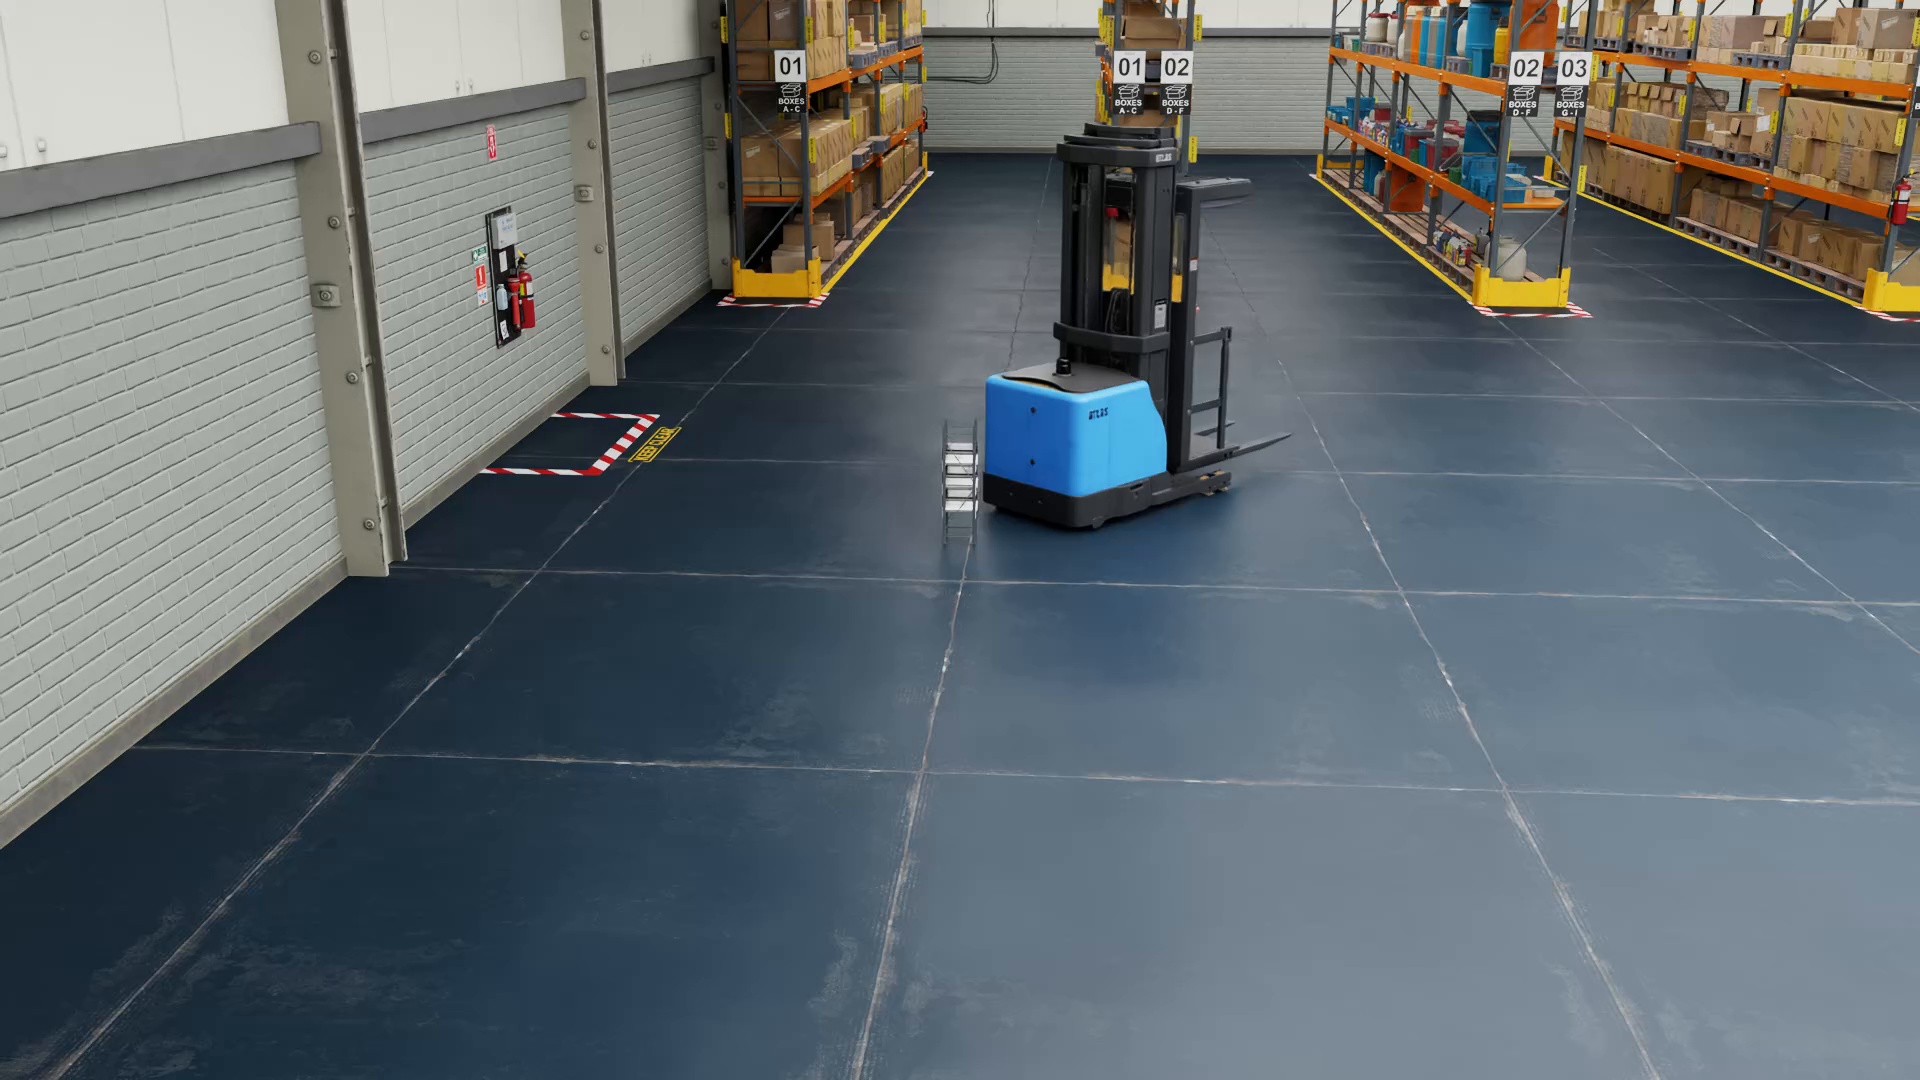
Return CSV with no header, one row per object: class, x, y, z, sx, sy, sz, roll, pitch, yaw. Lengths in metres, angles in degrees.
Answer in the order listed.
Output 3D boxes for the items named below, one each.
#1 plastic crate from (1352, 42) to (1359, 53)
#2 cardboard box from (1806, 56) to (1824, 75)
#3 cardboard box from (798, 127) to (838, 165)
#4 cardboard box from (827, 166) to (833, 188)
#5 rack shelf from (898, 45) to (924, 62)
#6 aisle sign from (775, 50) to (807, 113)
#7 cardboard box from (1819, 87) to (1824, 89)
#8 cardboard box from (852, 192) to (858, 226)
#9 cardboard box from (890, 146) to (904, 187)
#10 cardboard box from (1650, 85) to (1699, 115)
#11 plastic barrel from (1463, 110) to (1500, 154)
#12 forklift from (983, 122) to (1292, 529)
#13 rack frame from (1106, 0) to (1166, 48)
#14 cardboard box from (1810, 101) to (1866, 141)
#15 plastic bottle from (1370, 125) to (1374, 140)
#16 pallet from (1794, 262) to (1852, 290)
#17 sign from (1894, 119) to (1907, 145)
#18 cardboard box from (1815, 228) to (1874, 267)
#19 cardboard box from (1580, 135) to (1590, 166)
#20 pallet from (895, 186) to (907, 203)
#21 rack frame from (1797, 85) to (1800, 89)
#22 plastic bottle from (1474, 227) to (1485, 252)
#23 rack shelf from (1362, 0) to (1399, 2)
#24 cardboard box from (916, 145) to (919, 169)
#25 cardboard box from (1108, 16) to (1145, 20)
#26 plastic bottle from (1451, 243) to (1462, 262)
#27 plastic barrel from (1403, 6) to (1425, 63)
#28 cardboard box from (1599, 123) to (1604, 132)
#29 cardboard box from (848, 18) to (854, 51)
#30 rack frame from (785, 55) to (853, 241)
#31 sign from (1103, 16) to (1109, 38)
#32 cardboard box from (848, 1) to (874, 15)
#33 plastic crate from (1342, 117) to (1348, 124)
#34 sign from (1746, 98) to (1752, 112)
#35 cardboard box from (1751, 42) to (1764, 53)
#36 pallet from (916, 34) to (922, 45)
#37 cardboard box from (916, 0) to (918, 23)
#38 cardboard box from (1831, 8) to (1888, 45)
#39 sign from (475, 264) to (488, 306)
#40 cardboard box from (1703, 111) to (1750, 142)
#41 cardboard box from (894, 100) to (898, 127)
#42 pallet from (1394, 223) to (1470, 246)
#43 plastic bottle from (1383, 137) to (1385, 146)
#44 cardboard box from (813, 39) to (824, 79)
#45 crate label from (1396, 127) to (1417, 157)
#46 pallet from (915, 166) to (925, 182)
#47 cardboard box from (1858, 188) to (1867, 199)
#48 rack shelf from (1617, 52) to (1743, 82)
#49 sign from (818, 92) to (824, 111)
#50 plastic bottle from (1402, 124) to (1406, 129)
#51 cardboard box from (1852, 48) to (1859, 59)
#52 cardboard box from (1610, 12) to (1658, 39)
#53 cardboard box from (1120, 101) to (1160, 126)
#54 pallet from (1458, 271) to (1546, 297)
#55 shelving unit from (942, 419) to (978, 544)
plastic crate,7.986,-9.693,32.712,0.450,0.188,0.662,1,18,4
cardboard box,12.304,-6.691,23.449,0.500,0.250,0.500,1,18,3
cardboard box,-2.037,-5.635,23.807,0.500,0.500,0.500,2,18,6
cardboard box,-2.067,-5.127,23.461,0.500,0.250,0.500,1,18,3
rack shelf,-1.481,-10.156,34.939,1.077,0.370,4.000,1,18,4
aisle sign,-2.190,-5.931,21.531,0.394,0.787,0.004,1,18,4
cardboard box,18.038,-9.433,34.149,0.500,0.500,0.500,1,18,3
cardboard box,-2.098,-5.536,27.809,0.700,0.500,0.500,1,18,5
cardboard box,-1.541,-7.425,33.043,0.750,0.750,0.750,1,18,5
cardboard box,13.070,-8.039,30.369,0.797,0.503,0.637,2,18,6
plastic barrel,8.014,-6.097,25.408,0.600,0.901,0.708,1,18,4
forklift,1.587,-1.851,13.364,3.031,2.935,1.130,-17,25,-42
rack frame,3.030,-9.951,28.339,1.000,3.000,0.127,1,18,4
cardboard box,12.268,-5.855,23.229,0.500,0.500,0.500,1,18,4
plastic bottle,7.719,-7.609,31.033,0.097,0.271,0.097,0,18,0
pallet,12.526,-3.721,23.439,1.003,0.211,1.213,1,18,4
sign,11.785,-5.112,20.839,0.100,0.325,0.005,1,18,4
cardboard box,12.556,-4.151,23.614,0.500,0.500,0.500,0,18,-1
cardboard box,13.453,-8.069,34.968,0.875,0.875,0.875,1,18,4
pallet,-1.604,-6.885,33.096,1.003,0.211,1.213,1,18,4
rack frame,18.424,-9.220,35.744,1.000,3.000,0.127,1,18,4
plastic bottle,7.781,-4.493,24.865,0.144,0.351,0.185,1,18,4
rack shelf,8.114,-9.928,30.068,1.077,0.370,4.000,1,18,4
cardboard box,-1.288,-8.486,36.843,0.700,0.500,0.500,1,18,4
cardboard box,2.444,-7.446,24.453,0.500,0.500,0.500,3,18,8
plastic bottle,7.147,-4.119,23.844,0.152,0.276,0.135,1,18,2
plastic barrel,7.695,-8.401,27.624,0.600,0.901,0.600,0,18,0
cardboard box,12.911,-8.183,32.981,0.380,0.149,0.250,2,18,5
cardboard box,-1.990,-8.190,26.950,0.500,0.500,0.500,1,18,2
rack frame,-2.198,-5.967,25.816,1.000,3.000,0.127,1,18,4
sign,2.202,-7.687,24.913,0.100,0.325,0.005,1,18,4
cardboard box,-1.843,-10.048,31.381,0.500,0.250,0.500,1,18,2
plastic crate,8.082,-8.681,34.426,0.293,0.136,0.466,1,18,4
sign,13.453,-7.381,28.399,0.100,0.325,0.005,1,18,4
cardboard box,12.659,-7.734,26.091,0.380,0.166,0.250,1,18,2
pallet,-1.380,-10.847,36.033,1.003,0.211,1.213,1,18,4
cardboard box,-1.164,-11.263,35.363,0.500,0.500,0.500,2,18,6
cardboard box,12.846,-7.342,23.753,0.500,0.500,0.500,1,18,2
sign,-4.085,-2.179,14.198,0.001,0.329,0.234,1,18,4
cardboard box,12.912,-6.956,27.999,0.500,0.500,0.500,-1,18,-3
cardboard box,-1.477,-8.186,31.919,0.500,0.500,0.500,1,18,4
pallet,7.786,-5.045,27.482,1.003,0.211,1.213,1,18,4
plastic bottle,7.617,-7.136,29.703,0.097,0.201,0.097,0,18,0
cardboard box,-2.137,-6.471,22.345,0.500,0.500,0.500,2,18,8
crate label,7.630,-6.702,28.003,0.502,0.435,0.616,1,18,4
pallet,-1.317,-8.119,36.861,1.003,0.211,1.213,1,18,4
cardboard box,12.170,-4.600,22.049,0.380,0.149,0.250,1,18,4
rack shelf,13.054,-8.582,30.135,1.077,0.370,4.000,1,18,4
sign,-2.465,-7.771,29.462,0.100,0.325,0.005,1,18,4
plastic bottle,8.337,-7.653,31.167,0.097,0.271,0.097,0,18,0
cardboard box,12.213,-6.518,22.280,0.380,0.149,0.250,0,18,1
cardboard box,13.194,-10.084,32.568,0.700,0.500,0.500,0,18,1
cardboard box,2.610,-5.916,23.416,0.700,0.500,0.500,1,18,4
pallet,7.419,-3.455,22.629,1.003,0.211,1.213,1,18,4
shelving unit,0.001,-0.430,12.291,0.258,0.900,0.210,1,18,4
